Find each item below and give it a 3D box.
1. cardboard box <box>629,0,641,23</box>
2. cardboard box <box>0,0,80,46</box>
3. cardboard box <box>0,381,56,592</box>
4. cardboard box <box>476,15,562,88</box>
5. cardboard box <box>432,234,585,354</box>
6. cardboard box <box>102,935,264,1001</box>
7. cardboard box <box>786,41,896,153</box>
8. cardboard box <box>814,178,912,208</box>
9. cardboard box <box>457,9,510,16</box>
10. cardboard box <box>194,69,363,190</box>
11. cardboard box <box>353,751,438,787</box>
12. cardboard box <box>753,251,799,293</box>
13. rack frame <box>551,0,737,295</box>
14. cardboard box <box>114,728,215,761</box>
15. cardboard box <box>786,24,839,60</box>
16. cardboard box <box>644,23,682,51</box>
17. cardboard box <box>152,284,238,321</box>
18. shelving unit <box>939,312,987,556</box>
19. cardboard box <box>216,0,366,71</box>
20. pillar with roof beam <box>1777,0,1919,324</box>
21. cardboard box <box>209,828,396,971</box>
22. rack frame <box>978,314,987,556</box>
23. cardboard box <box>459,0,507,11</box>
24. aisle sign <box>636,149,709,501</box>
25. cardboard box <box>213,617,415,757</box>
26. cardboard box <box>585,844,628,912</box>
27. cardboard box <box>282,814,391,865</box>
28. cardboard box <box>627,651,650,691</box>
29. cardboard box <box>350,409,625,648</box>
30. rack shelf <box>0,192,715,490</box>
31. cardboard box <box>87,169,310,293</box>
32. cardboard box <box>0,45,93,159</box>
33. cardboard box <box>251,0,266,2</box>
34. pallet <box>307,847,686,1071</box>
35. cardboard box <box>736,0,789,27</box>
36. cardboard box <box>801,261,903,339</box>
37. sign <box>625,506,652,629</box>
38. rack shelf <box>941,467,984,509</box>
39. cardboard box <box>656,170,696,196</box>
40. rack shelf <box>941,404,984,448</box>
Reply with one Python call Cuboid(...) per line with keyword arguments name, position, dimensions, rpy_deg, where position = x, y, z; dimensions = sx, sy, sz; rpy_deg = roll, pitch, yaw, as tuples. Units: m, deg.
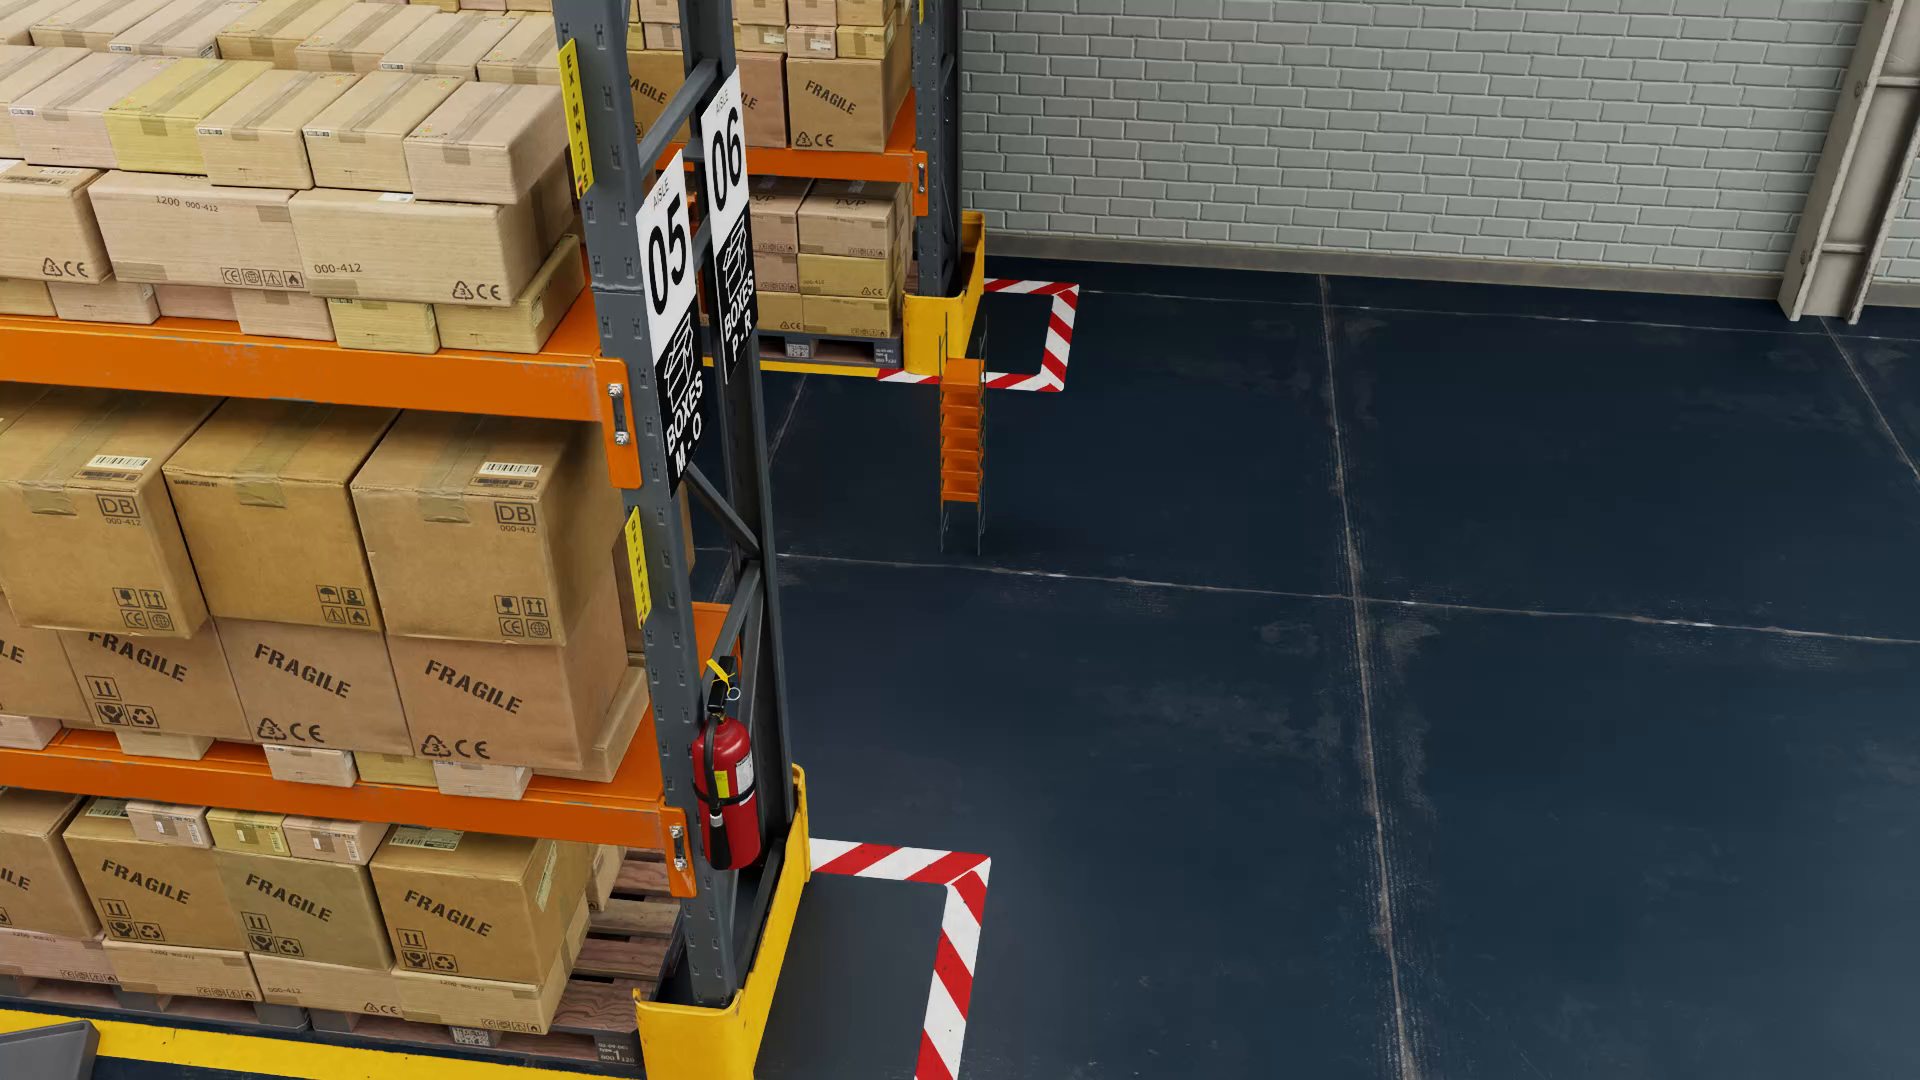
Cuboid(name="cardboard box", position=(-1.772, -2.873, 8.793), dimensions=(0.250, 0.149, 0.380), rpy_deg=(5, 36, 7))
Cuboid(name="cardboard box", position=(-2.571, -1.363, 4.525), dimensions=(0.250, 0.149, 0.380), rpy_deg=(5, 36, 7))
Cuboid(name="cardboard box", position=(-2.771, -0.263, 4.833), dimensions=(0.500, 0.500, 0.700), rpy_deg=(4, 36, 6))
Cuboid(name="cardboard box", position=(-1.066, -1.232, 4.342), dimensions=(0.250, 0.149, 0.380), rpy_deg=(4, 36, 6))
Cuboid(name="cardboard box", position=(-1.129, -0.629, 4.183), dimensions=(0.250, 0.149, 0.380), rpy_deg=(4, 36, 6))
Cuboid(name="cardboard box", position=(-2.608, 1.320, 5.824), dimensions=(0.500, 0.250, 0.500), rpy_deg=(3, 36, 4))
Cuboid(name="cardboard box", position=(-0.633, -2.431, 8.988), dimensions=(0.500, 0.500, 0.500), rpy_deg=(4, 36, 5))
Cuboid(name="cardboard box", position=(-0.564, -2.109, 9.767), dimensions=(0.500, 0.250, 0.500), rpy_deg=(4, 36, 5))
Cuboid(name="cardboard box", position=(-2.530, -2.819, 8.974), dimensions=(0.250, 0.149, 0.380), rpy_deg=(3, 36, 4))
Cuboid(name="cardboard box", position=(-1.619, -0.993, 4.006), dimensions=(0.250, 0.149, 0.380), rpy_deg=(4, 36, 5))
Cuboid(name="cardboard box", position=(-1.655, 0.567, 5.090), dimensions=(0.250, 0.149, 0.380), rpy_deg=(4, 36, 5))
Cuboid(name="cardboard box", position=(-1.130, -1.660, 9.568), dimensions=(0.500, 0.250, 0.500), rpy_deg=(4, 36, 5))
Cuboid(name="rack frame", position=(-0.740, -2.087, 3.428), dimensions=(0.127, 3.000, 1.000), rpy_deg=(4, 36, 6))
Cuboid(name="cardboard box", position=(-2.415, 0.499, 5.185), dimensions=(0.250, 0.149, 0.380), rpy_deg=(4, 36, 5))
Cuboid(name="cardboard box", position=(-0.748, -2.676, 8.773), dimensions=(0.250, 0.149, 0.380), rpy_deg=(5, 36, 7))
Cuboid(name="cardboard box", position=(-1.513, -2.748, 8.874), dimensions=(0.250, 0.149, 0.380), rpy_deg=(3, 36, 4))
Cuboid(name="cardboard box", position=(-1.882, -0.725, 4.318), dimensions=(0.250, 0.149, 0.380), rpy_deg=(5, 36, 6))
Cuboid(name="shelving unit", position=(0.014, -0.487, 7.900), dimensions=(0.189, 1.200, 0.258), rpy_deg=(4, 36, 6))
Cuboid(name="cardboard box", position=(-1.798, -1.357, 4.517), dimensions=(0.250, 0.149, 0.380), rpy_deg=(4, 36, 6))
Cuboid(name="pillar with roof beam", position=(4.716, -2.593, 4.138), dimensions=(0.400, 9.000, 9.100), rpy_deg=(4, 36, 6))
Cuboid(name="cardboard box", position=(-2.085, 1.052, 5.553), dimensions=(0.500, 0.500, 0.500), rpy_deg=(6, 36, 8))
Cuboid(name="rack frame", position=(0.105, -0.481, 7.890), dimensions=(0.006, 1.200, 0.240), rpy_deg=(4, 36, 6))
Cuboid(name="cardboard box", position=(-2.512, -2.983, 8.947), dimensions=(0.250, 0.149, 0.380), rpy_deg=(4, 36, 6))
Cuboid(name="aisle sign", position=(-0.715, -0.531, 4.175), dimensions=(0.004, 0.787, 0.394), rpy_deg=(4, 36, 6))
Cuboid(name="cardboard box", position=(-1.809, 0.272, 4.944), dimensions=(0.500, 0.500, 0.500), rpy_deg=(4, 36, 6))
Cuboid(name="cardboard box", position=(-1.504, 1.084, 6.154), dimensions=(0.500, 0.250, 0.500), rpy_deg=(4, 36, 6))
Cuboid(name="cardboard box", position=(-1.940, 0.837, 5.297), dimensions=(0.250, 0.149, 0.380), rpy_deg=(5, 36, 7))
Cuboid(name="cardboard box", position=(-1.050, 0.313, 5.446), dimensions=(0.250, 0.149, 0.380), rpy_deg=(4, 36, 6))
Cuboid(name="cardboard box", position=(-1.274, -0.126, 4.641), dimensions=(0.500, 0.500, 0.700), rpy_deg=(3, 36, 5))
Cuboid(name="rack shelf", position=(-2.723, -0.721, 4.715), dimensions=(4.000, 0.370, 1.077), rpy_deg=(4, 36, 6))
Cuboid(name="cardboard box", position=(-1.779, -0.854, 4.156), dimensions=(0.500, 0.250, 0.500), rpy_deg=(4, 36, 5))
Cuboid(name="cardboard box", position=(-2.362, -1.098, 4.154), dimensions=(0.250, 0.149, 0.380), rpy_deg=(3, 36, 5))
Cuboid(name="cardboard box", position=(-3.800, -3.032, 9.016), dimensions=(0.250, 0.149, 0.380), rpy_deg=(5, 36, 7))
Cuboid(name="pallet", position=(-1.616, 1.404, 6.101), dimensions=(1.213, 0.211, 1.003), rpy_deg=(4, 36, 6))
Cuboid(name="cardboard box", position=(-1.005, -2.840, 8.747), dimensions=(0.250, 0.149, 0.380), rpy_deg=(5, 36, 7))
Cuboid(name="cardboard box", position=(-0.617, -1.410, 9.648), dimensions=(0.500, 0.250, 0.500), rpy_deg=(5, 36, 6))
Cuboid(name="sign", position=(-0.830, 0.073, 4.296), dimensions=(0.005, 0.325, 0.100), rpy_deg=(4, 36, 6))
Cuboid(name="rack shelf", position=(0.014, -0.256, 8.065), dimensions=(0.180, 0.103, 0.258), rpy_deg=(4, 36, 6))
Cuboid(name="cardboard box", position=(-1.616, -1.884, 9.453), dimensions=(0.500, 0.250, 0.500), rpy_deg=(5, 36, 7))
Cuboid(name="rack shelf", position=(0.014, -0.549, 7.856), dimensions=(0.180, 0.103, 0.258), rpy_deg=(4, 36, 6))
